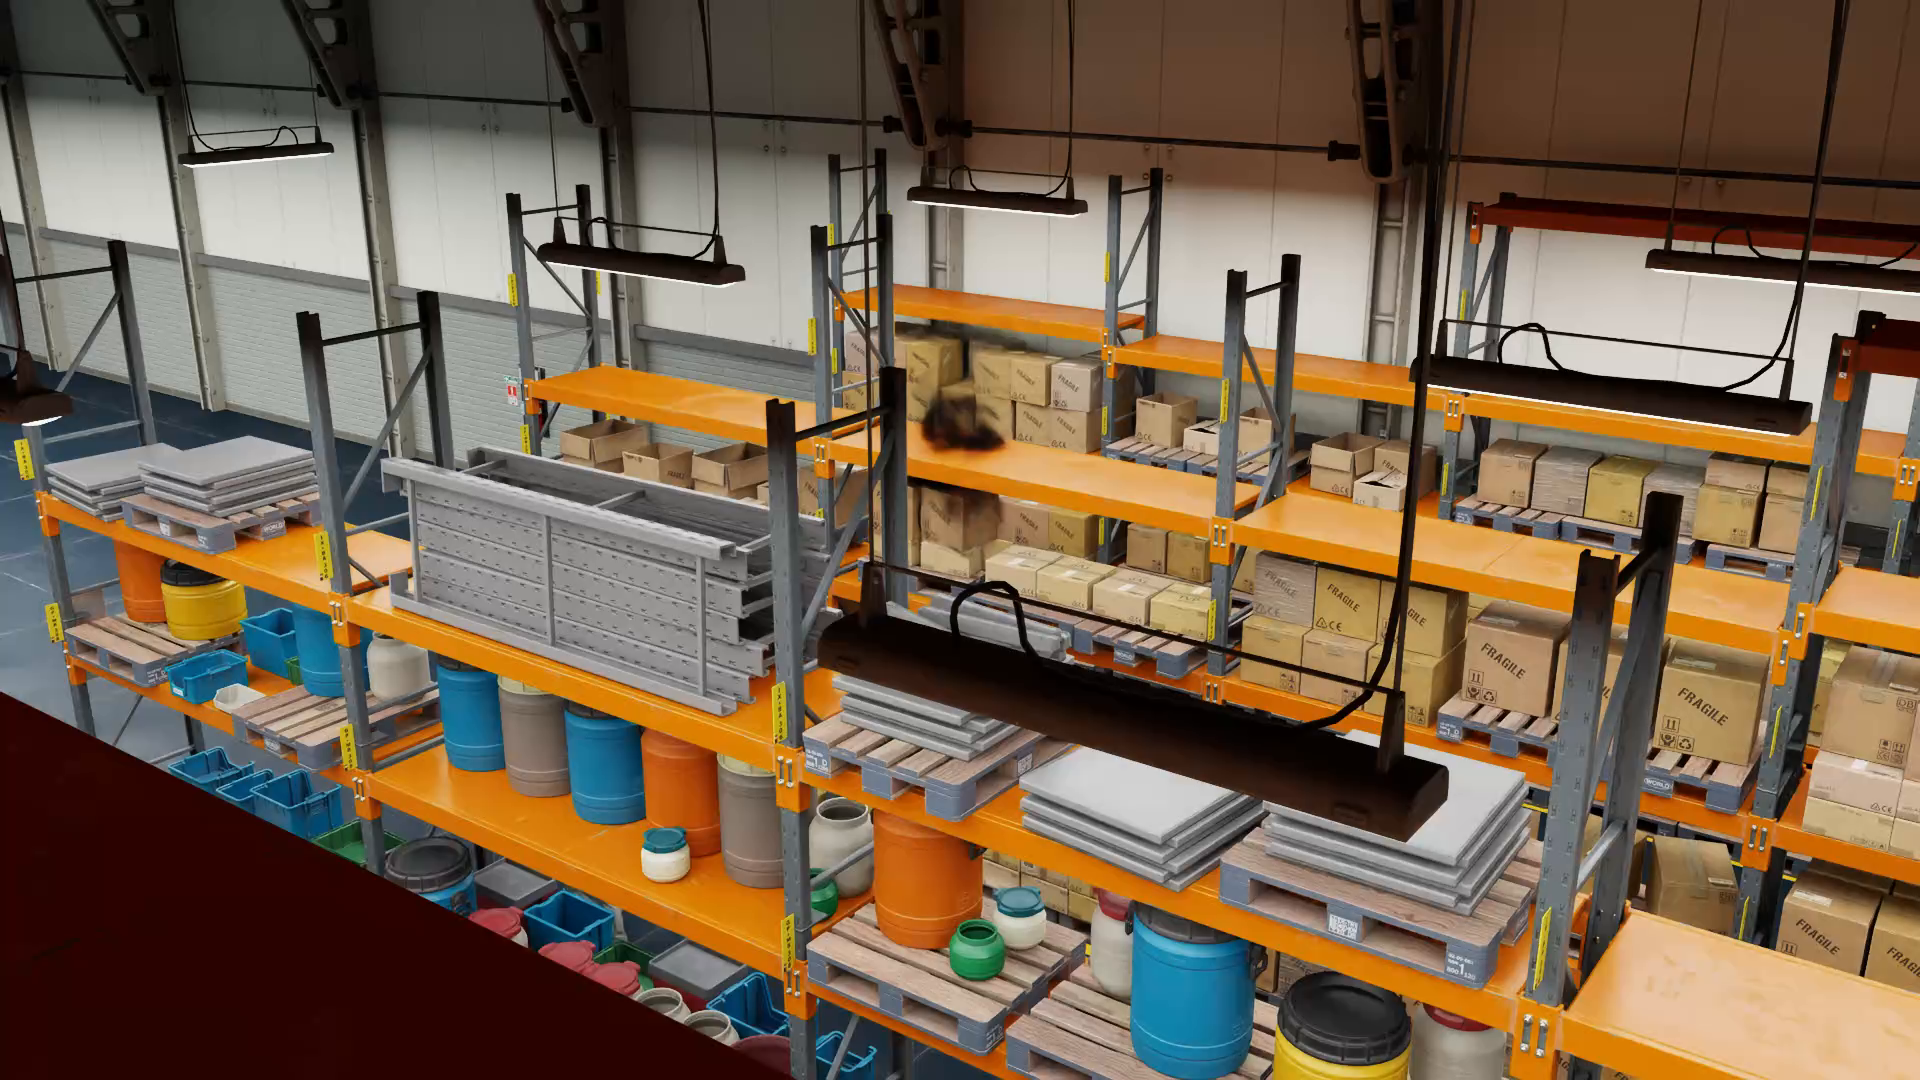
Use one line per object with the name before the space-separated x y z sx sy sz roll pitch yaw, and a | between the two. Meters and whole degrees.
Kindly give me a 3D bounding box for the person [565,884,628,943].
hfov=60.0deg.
person | -3.160 2.739 14.277 0.611 1.655 0.590 12 22 32
